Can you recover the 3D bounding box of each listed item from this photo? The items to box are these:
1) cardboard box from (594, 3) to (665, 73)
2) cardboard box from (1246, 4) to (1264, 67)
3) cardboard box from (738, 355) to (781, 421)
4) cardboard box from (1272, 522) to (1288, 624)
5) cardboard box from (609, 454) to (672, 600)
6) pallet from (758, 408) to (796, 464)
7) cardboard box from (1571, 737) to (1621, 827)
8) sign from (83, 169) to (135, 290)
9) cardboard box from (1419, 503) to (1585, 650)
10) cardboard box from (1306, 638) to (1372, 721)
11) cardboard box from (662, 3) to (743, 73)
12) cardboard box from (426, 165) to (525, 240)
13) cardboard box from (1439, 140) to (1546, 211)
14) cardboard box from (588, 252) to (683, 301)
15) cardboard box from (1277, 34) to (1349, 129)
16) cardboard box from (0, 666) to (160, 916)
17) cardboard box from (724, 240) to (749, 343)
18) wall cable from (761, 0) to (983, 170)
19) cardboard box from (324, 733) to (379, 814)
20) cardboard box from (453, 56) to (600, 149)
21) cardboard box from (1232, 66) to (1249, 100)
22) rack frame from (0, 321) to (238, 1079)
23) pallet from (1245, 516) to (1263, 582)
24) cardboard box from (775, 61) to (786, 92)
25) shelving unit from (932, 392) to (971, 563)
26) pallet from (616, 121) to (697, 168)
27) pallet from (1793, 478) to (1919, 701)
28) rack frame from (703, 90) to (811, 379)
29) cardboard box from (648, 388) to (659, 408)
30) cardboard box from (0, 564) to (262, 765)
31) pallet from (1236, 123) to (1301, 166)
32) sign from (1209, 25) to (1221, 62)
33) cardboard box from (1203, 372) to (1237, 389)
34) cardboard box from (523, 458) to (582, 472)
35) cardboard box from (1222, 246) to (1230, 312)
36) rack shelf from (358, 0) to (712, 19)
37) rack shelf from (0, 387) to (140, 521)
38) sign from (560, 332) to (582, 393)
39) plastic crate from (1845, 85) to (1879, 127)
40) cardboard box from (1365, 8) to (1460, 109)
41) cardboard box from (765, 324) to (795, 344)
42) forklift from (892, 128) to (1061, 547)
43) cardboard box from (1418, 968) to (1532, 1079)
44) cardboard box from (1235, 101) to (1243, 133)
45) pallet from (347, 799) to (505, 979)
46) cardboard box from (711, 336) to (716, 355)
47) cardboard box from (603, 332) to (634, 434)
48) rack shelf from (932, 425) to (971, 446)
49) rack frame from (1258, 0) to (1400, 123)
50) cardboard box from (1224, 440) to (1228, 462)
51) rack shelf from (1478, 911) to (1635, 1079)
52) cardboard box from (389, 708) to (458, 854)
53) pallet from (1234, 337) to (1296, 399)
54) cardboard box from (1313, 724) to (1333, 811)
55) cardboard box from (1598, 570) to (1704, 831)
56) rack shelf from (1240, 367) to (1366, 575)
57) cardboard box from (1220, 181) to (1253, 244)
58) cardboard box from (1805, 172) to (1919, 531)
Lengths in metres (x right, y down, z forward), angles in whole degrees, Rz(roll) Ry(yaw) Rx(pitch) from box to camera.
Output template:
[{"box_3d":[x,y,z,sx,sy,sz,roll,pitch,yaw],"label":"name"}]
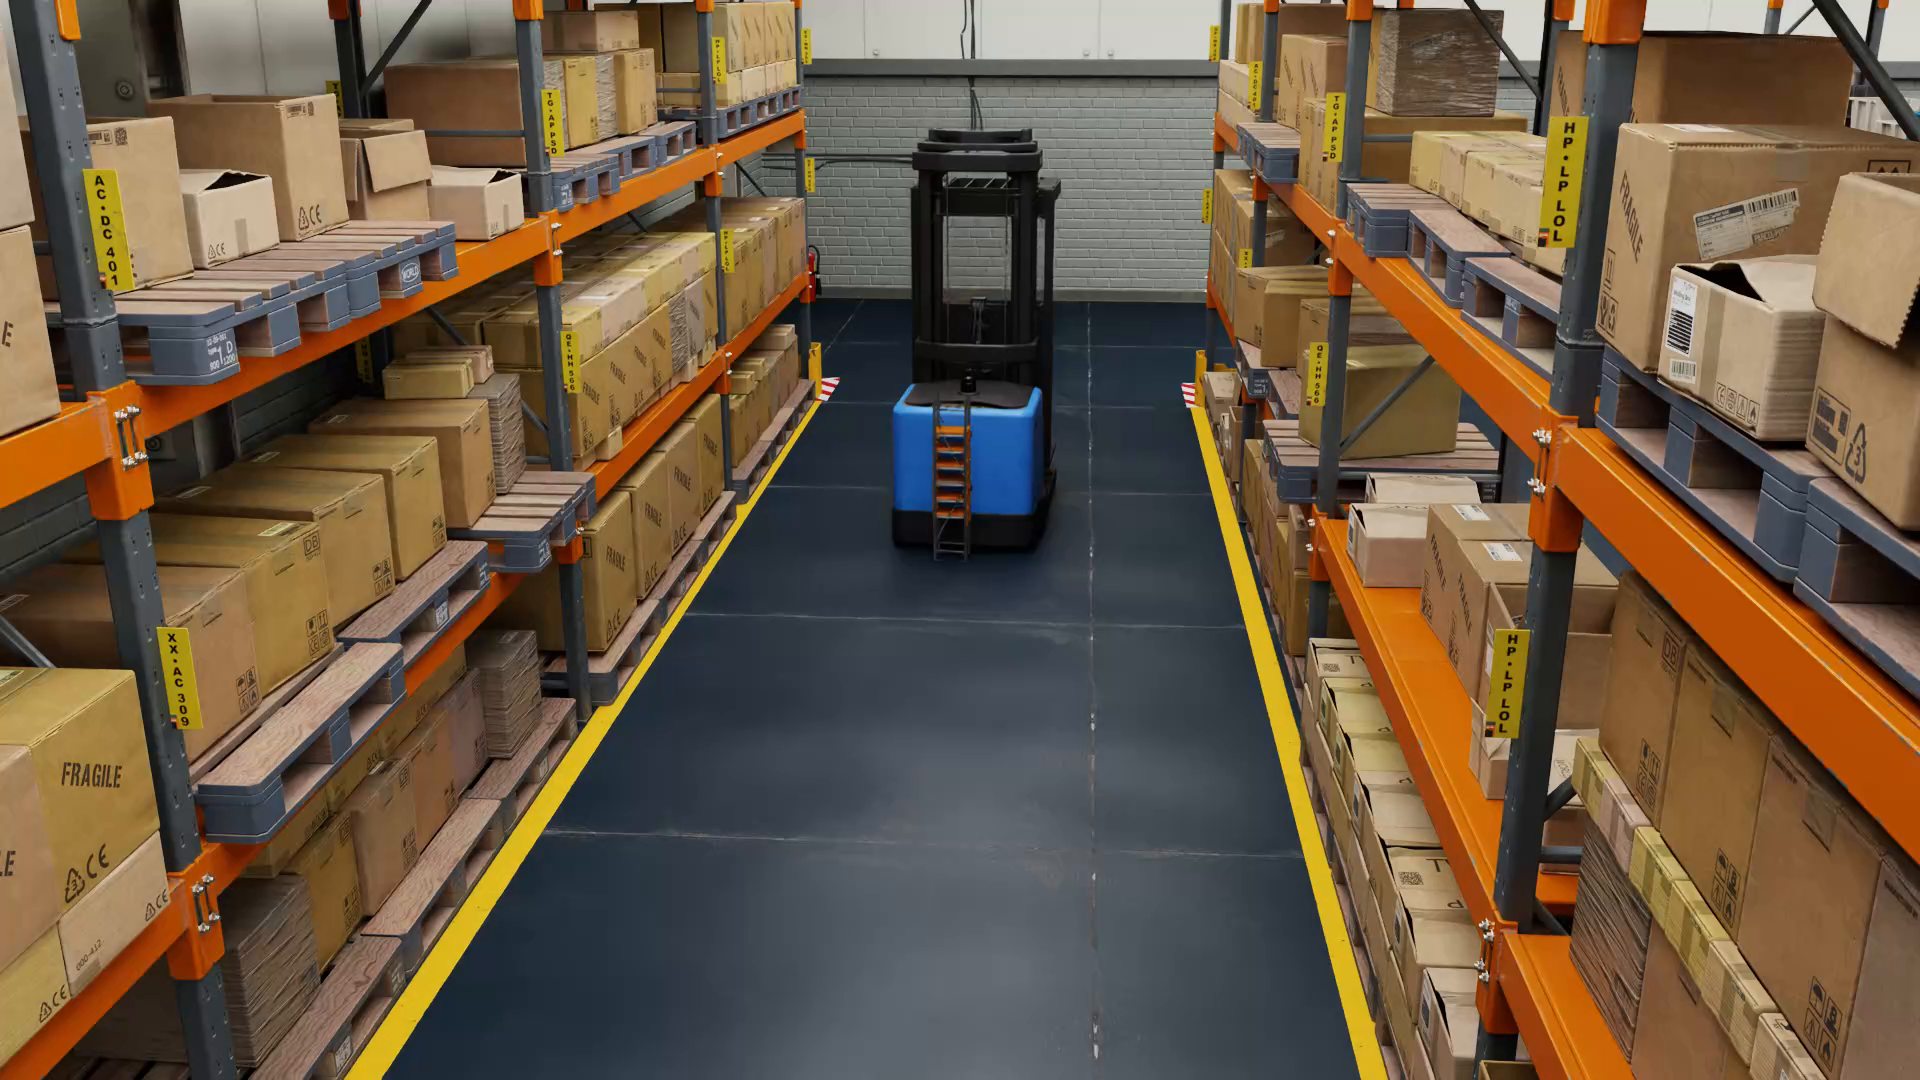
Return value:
[{"box_3d":[-2.478,-3.849,12.736,0.500,0.500,0.500,1,18,3],"label":"cardboard box"},{"box_3d":[2.734,-4.126,13.614,0.700,0.500,0.500,1,18,4],"label":"cardboard box"},{"box_3d":[-2.030,-1.392,15.194,0.700,0.500,0.500,1,18,2],"label":"cardboard box"},{"box_3d":[2.230,0.205,10.288,0.500,0.500,0.500,1,18,2],"label":"cardboard box"},{"box_3d":[-2.329,-0.102,10.696,0.750,0.750,0.750,1,18,4],"label":"cardboard box"},{"box_3d":[-2.078,-0.958,15.009,1.003,0.211,1.213,1,18,4],"label":"pallet"},{"box_3d":[1.860,0.648,4.425,0.380,0.149,0.250,1,18,4],"label":"cardboard box"},{"box_3d":[-2.327,-0.846,4.540,0.100,0.325,0.005,1,18,4],"label":"sign"},{"box_3d":[2.255,0.157,6.968,0.500,0.500,0.500,0,18,1],"label":"cardboard box"},{"box_3d":[2.029,0.679,8.374,0.500,0.311,0.500,2,18,6],"label":"cardboard box"},{"box_3d":[-1.964,-3.842,12.715,0.500,0.500,0.500,1,18,3],"label":"cardboard box"},{"box_3d":[-2.364,-1.590,7.751,0.500,0.311,0.500,1,18,4],"label":"cardboard box"},{"box_3d":[2.363,-1.566,7.134,0.500,0.250,0.500,2,18,5],"label":"cardboard box"},{"box_3d":[-2.156,-1.756,11.091,0.500,0.250,0.500,2,18,5],"label":"cardboard box"},{"box_3d":[2.537,-3.125,11.330,0.600,0.600,0.600,0,18,-1],"label":"cardboard box"},{"box_3d":[-2.594,0.675,4.552,0.500,0.500,0.500,1,18,4],"label":"cardboard box"},{"box_3d":[-2.240,-1.980,13.166,0.980,0.700,0.700,2,18,5],"label":"cardboard box"},{"box_3d":[-1.246,-6.035,21.377,3.097,2.526,0.112,1,18,4],"label":"wall cable"},{"box_3d":[-2.771,0.910,6.931,0.500,0.250,0.500,1,18,2],"label":"cardboard box"},{"box_3d":[-2.566,-2.598,9.850,0.700,0.500,0.500,2,18,7],"label":"cardboard box"},{"box_3d":[2.524,-3.774,13.745,0.500,0.250,0.500,1,18,4],"label":"cardboard box"},{"box_3d":[-2.869,0.815,5.117,1.000,3.000,0.127,1,18,4],"label":"rack frame"},{"box_3d":[2.626,0.019,12.027,1.003,0.211,1.213,1,18,4],"label":"pallet"},{"box_3d":[-1.832,-4.118,14.761,0.500,0.250,0.500,1,18,2],"label":"cardboard box"},{"box_3d":[-0.058,-0.440,11.839,0.258,1.200,0.189,2,18,7],"label":"shelving unit"},{"box_3d":[-2.312,-2.718,11.390,0.805,0.209,1.217,1,18,2],"label":"pallet"},{"box_3d":[1.947,0.185,2.367,1.003,0.211,1.213,1,18,4],"label":"pallet"},{"box_3d":[-2.008,-2.912,16.491,1.000,3.000,0.127,1,18,4],"label":"rack frame"},{"box_3d":[-2.202,-0.972,10.944,0.380,0.149,0.250,2,18,6],"label":"cardboard box"},{"box_3d":[-2.798,0.402,5.513,0.700,0.500,0.500,1,18,4],"label":"cardboard box"},{"box_3d":[2.529,-2.695,11.315,1.213,0.211,1.003,1,18,4],"label":"pallet"},{"box_3d":[2.392,-4.655,15.591,0.100,0.325,0.005,1,18,4],"label":"sign"},{"box_3d":[2.560,-1.534,16.159,0.380,0.149,0.250,1,18,4],"label":"cardboard box"},{"box_3d":[-2.327,-0.414,9.241,0.380,0.149,0.250,1,18,3],"label":"cardboard box"},{"box_3d":[2.530,-2.246,14.301,0.500,0.500,0.500,2,18,5],"label":"cardboard box"},{"box_3d":[-2.438,-3.367,10.044,1.077,0.370,4.000,1,18,4],"label":"rack shelf"},{"box_3d":[-3.012,0.353,2.866,1.077,0.370,4.000,1,18,4],"label":"rack shelf"},{"box_3d":[-2.040,-0.930,8.713,0.100,0.325,0.005,1,18,4],"label":"sign"},{"box_3d":[7.490,-3.618,13.930,0.504,0.338,0.767,1,18,4],"label":"plastic crate"},{"box_3d":[2.434,-2.559,8.833,0.500,0.500,0.500,1,18,4],"label":"cardboard box"},{"box_3d":[-1.786,-1.968,15.910,0.380,0.149,0.250,1,18,3],"label":"cardboard box"},{"box_3d":[0.203,-1.759,13.084,1.130,2.935,3.031,2,18,7],"label":"forklift"},{"box_3d":[1.816,1.633,5.462,0.500,0.311,0.500,1,18,4],"label":"cardboard box"},{"box_3d":[2.489,-3.381,13.349,0.500,0.250,0.500,1,18,4],"label":"cardboard box"},{"box_3d":[-2.729,1.519,7.449,1.003,0.211,1.213,1,18,4],"label":"pallet"},{"box_3d":[-2.037,-1.448,12.396,0.380,0.149,0.250,1,18,4],"label":"cardboard box"},{"box_3d":[-2.245,-0.933,9.782,0.500,0.500,0.500,2,18,6],"label":"cardboard box"},{"box_3d":[-0.058,-0.740,11.740,0.258,0.103,0.180,2,18,7],"label":"rack shelf"},{"box_3d":[2.646,-4.411,11.432,1.000,3.000,0.127,1,18,4],"label":"rack frame"},{"box_3d":[2.371,-0.715,13.660,0.380,0.149,0.250,1,18,4],"label":"cardboard box"},{"box_3d":[1.929,1.888,3.000,1.077,0.370,4.000,1,18,4],"label":"rack shelf"},{"box_3d":[-2.742,1.089,7.590,0.700,0.500,0.500,1,18,4],"label":"cardboard box"},{"box_3d":[2.480,-1.223,11.646,1.003,0.211,1.213,1,18,4],"label":"pallet"},{"box_3d":[1.994,1.102,7.984,0.500,0.250,0.500,1,18,2],"label":"cardboard box"},{"box_3d":[2.047,0.399,4.145,0.700,0.500,0.500,1,18,4],"label":"cardboard box"},{"box_3d":[2.503,-0.597,10.582,1.077,0.370,4.000,1,18,4],"label":"rack shelf"},{"box_3d":[2.567,-2.875,14.614,0.500,0.500,0.500,2,18,5],"label":"cardboard box"},{"box_3d":[1.829,-0.307,2.661,0.797,0.503,0.637,3,18,10],"label":"cardboard box"}]
